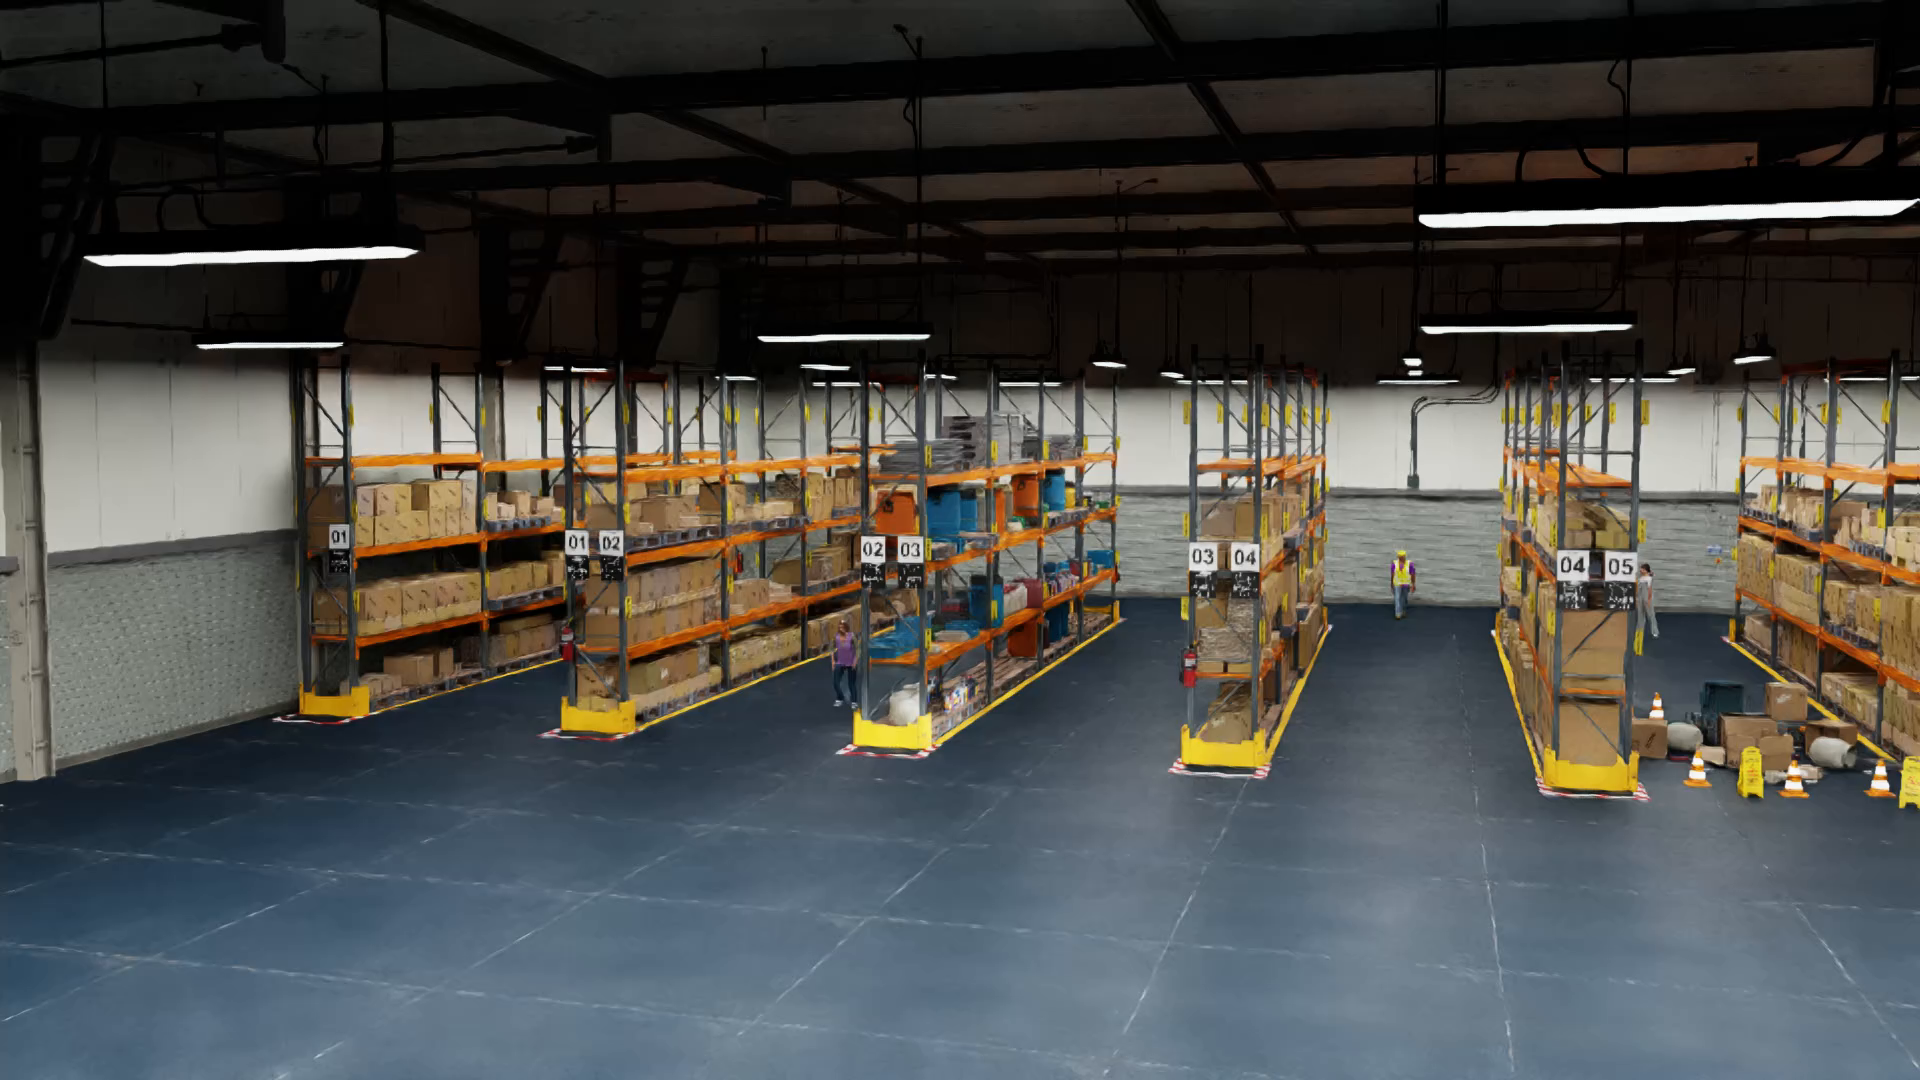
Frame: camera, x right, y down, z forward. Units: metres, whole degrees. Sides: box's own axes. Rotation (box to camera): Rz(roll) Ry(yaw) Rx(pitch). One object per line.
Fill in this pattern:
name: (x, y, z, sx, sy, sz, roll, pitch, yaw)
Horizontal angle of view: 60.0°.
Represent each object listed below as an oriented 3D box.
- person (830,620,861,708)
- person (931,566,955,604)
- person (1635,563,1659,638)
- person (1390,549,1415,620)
person: (-1.951, 2.115, 28.352, 0.566, 1.538, 0.516, 1, 4, 13)
person: (-0.394, 0.828, 44.089, 0.772, 1.719, 0.585, -3, 5, -36)
person: (15.474, 1.361, 37.467, 0.536, 1.672, 0.581, 0, 4, -2)
person: (10.894, 1.050, 40.920, 0.589, 1.657, 1.003, 1, 4, 15)
